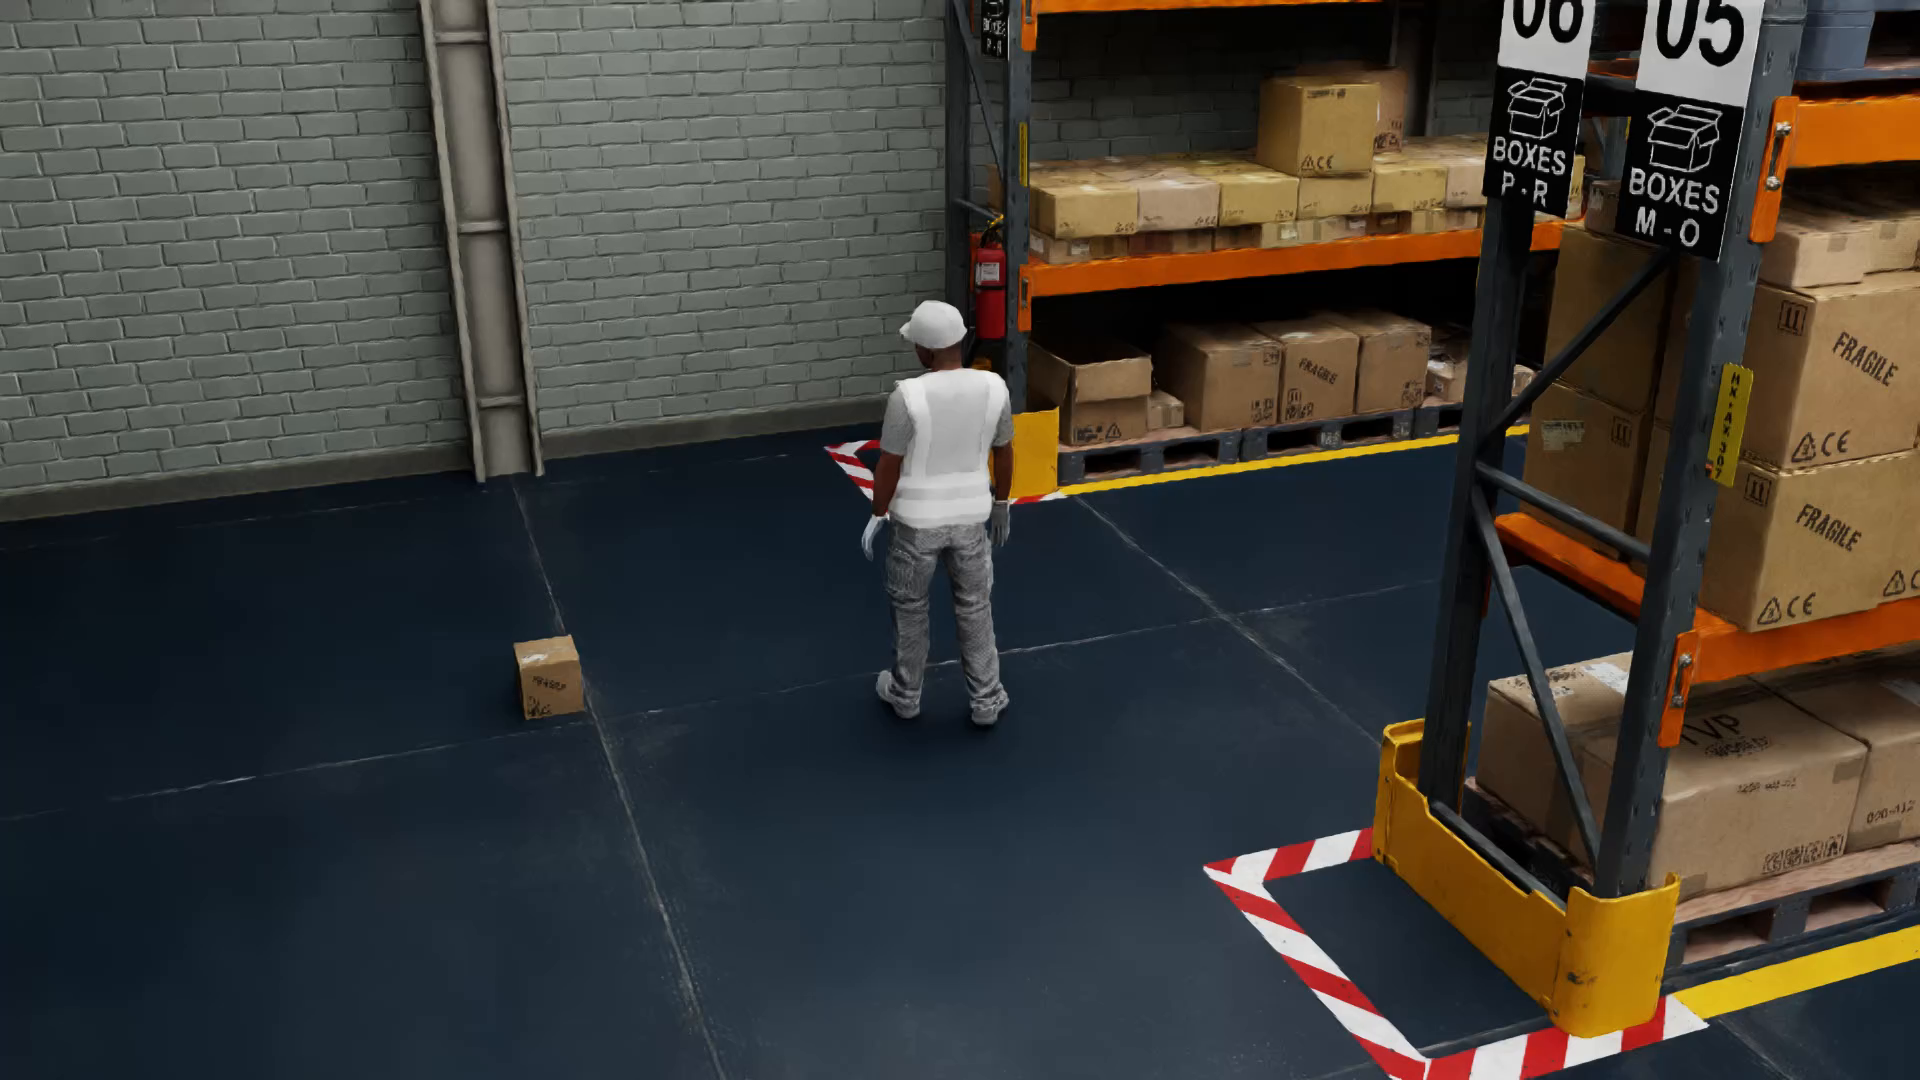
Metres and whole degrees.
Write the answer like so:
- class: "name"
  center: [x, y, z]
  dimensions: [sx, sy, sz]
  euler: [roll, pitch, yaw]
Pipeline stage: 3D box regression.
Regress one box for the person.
- class: "person"
  center: [-0.102, -0.109, 6.759]
  dimensions: [0.640, 1.784, 0.511]
  euler: [-9, 24, -21]
